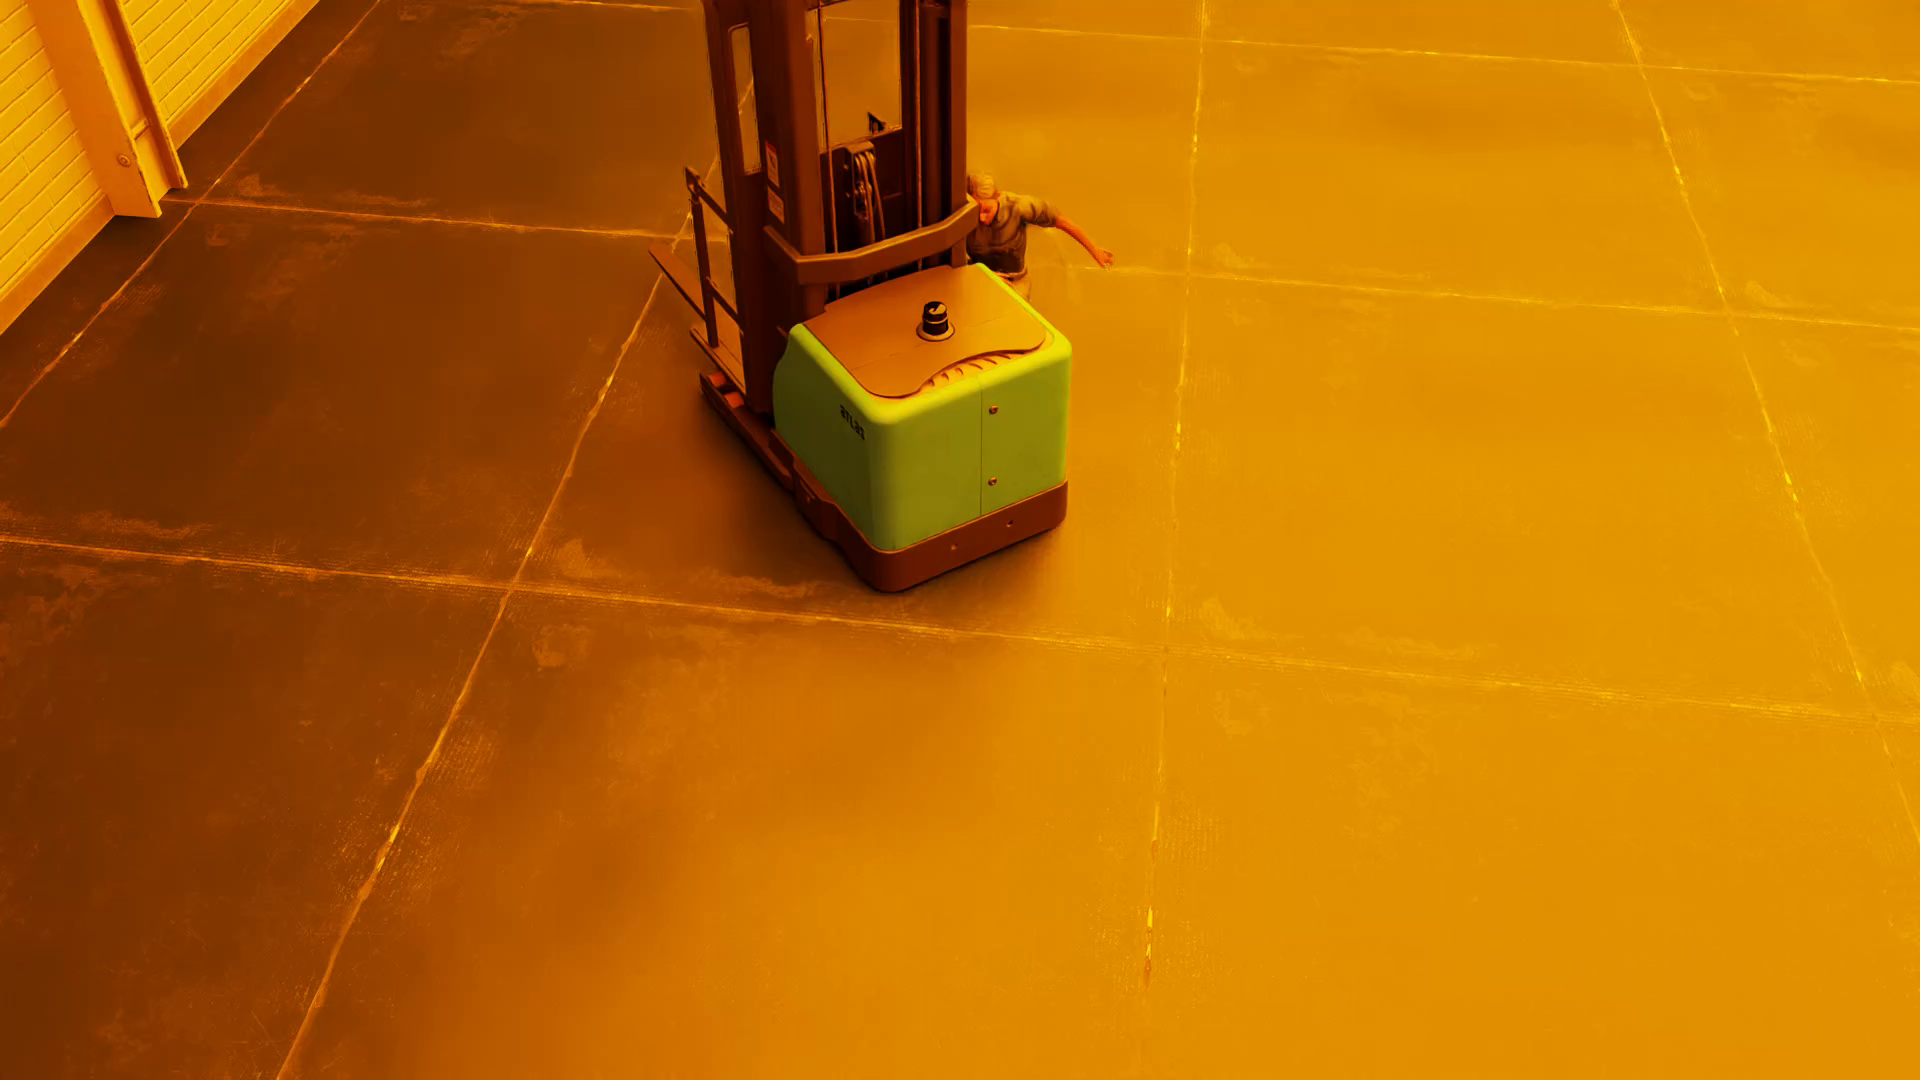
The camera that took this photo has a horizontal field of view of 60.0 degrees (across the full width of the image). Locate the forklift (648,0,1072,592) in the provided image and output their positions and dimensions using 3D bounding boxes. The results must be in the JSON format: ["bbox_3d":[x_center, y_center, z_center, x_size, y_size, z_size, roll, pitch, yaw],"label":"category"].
[{"bbox_3d":[-0.688,-1.824,7.710,1.130,2.935,3.031,-22,47,-23],"label":"forklift"}]

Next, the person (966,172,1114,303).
[{"bbox_3d":[0.209,-1.164,8.166,1.008,1.346,0.899,7,43,8],"label":"person"}]
